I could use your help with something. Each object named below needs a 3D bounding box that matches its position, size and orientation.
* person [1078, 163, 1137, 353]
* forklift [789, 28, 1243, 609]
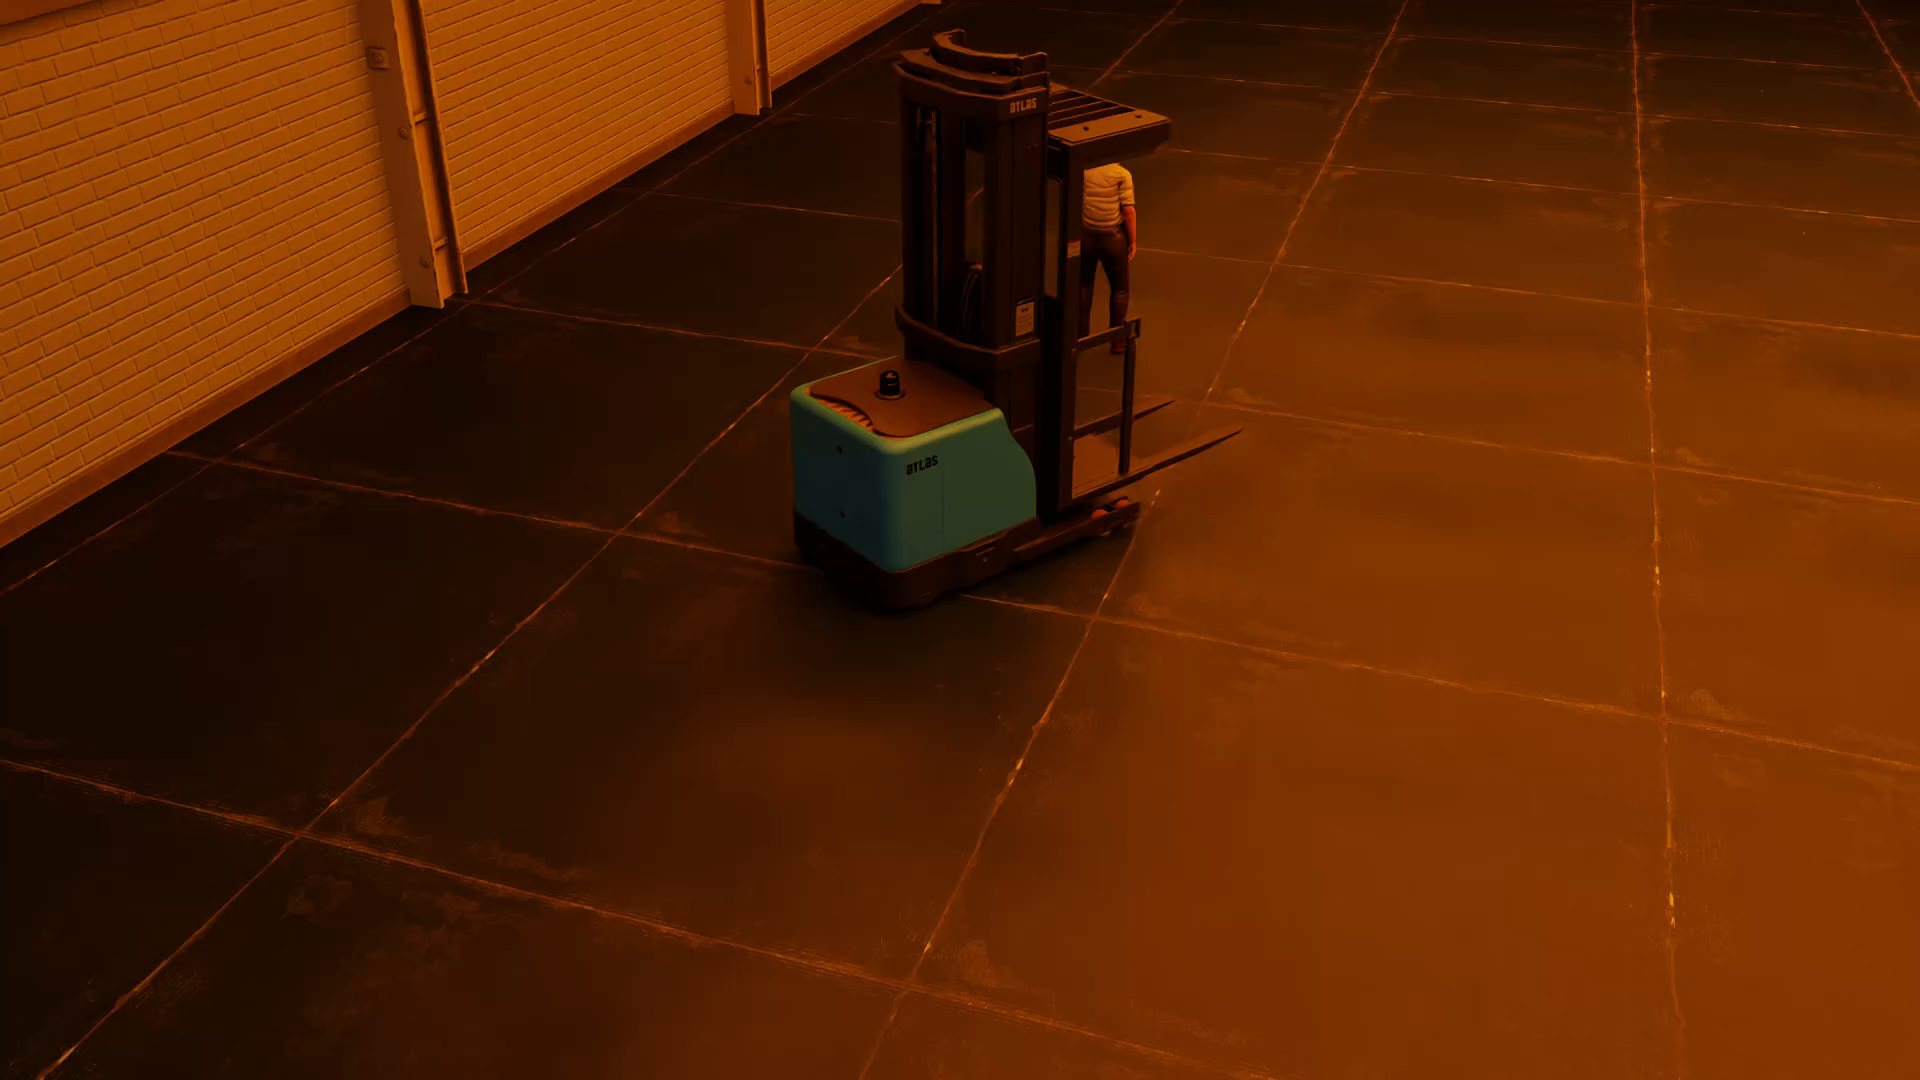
[{"bbox_3d":[1.054,-2.199,12.290,0.549,1.650,0.374,9,31,16],"label":"person"},{"bbox_3d":[0.476,-1.476,9.725,3.031,2.935,1.130,-22,36,-33],"label":"forklift"}]
